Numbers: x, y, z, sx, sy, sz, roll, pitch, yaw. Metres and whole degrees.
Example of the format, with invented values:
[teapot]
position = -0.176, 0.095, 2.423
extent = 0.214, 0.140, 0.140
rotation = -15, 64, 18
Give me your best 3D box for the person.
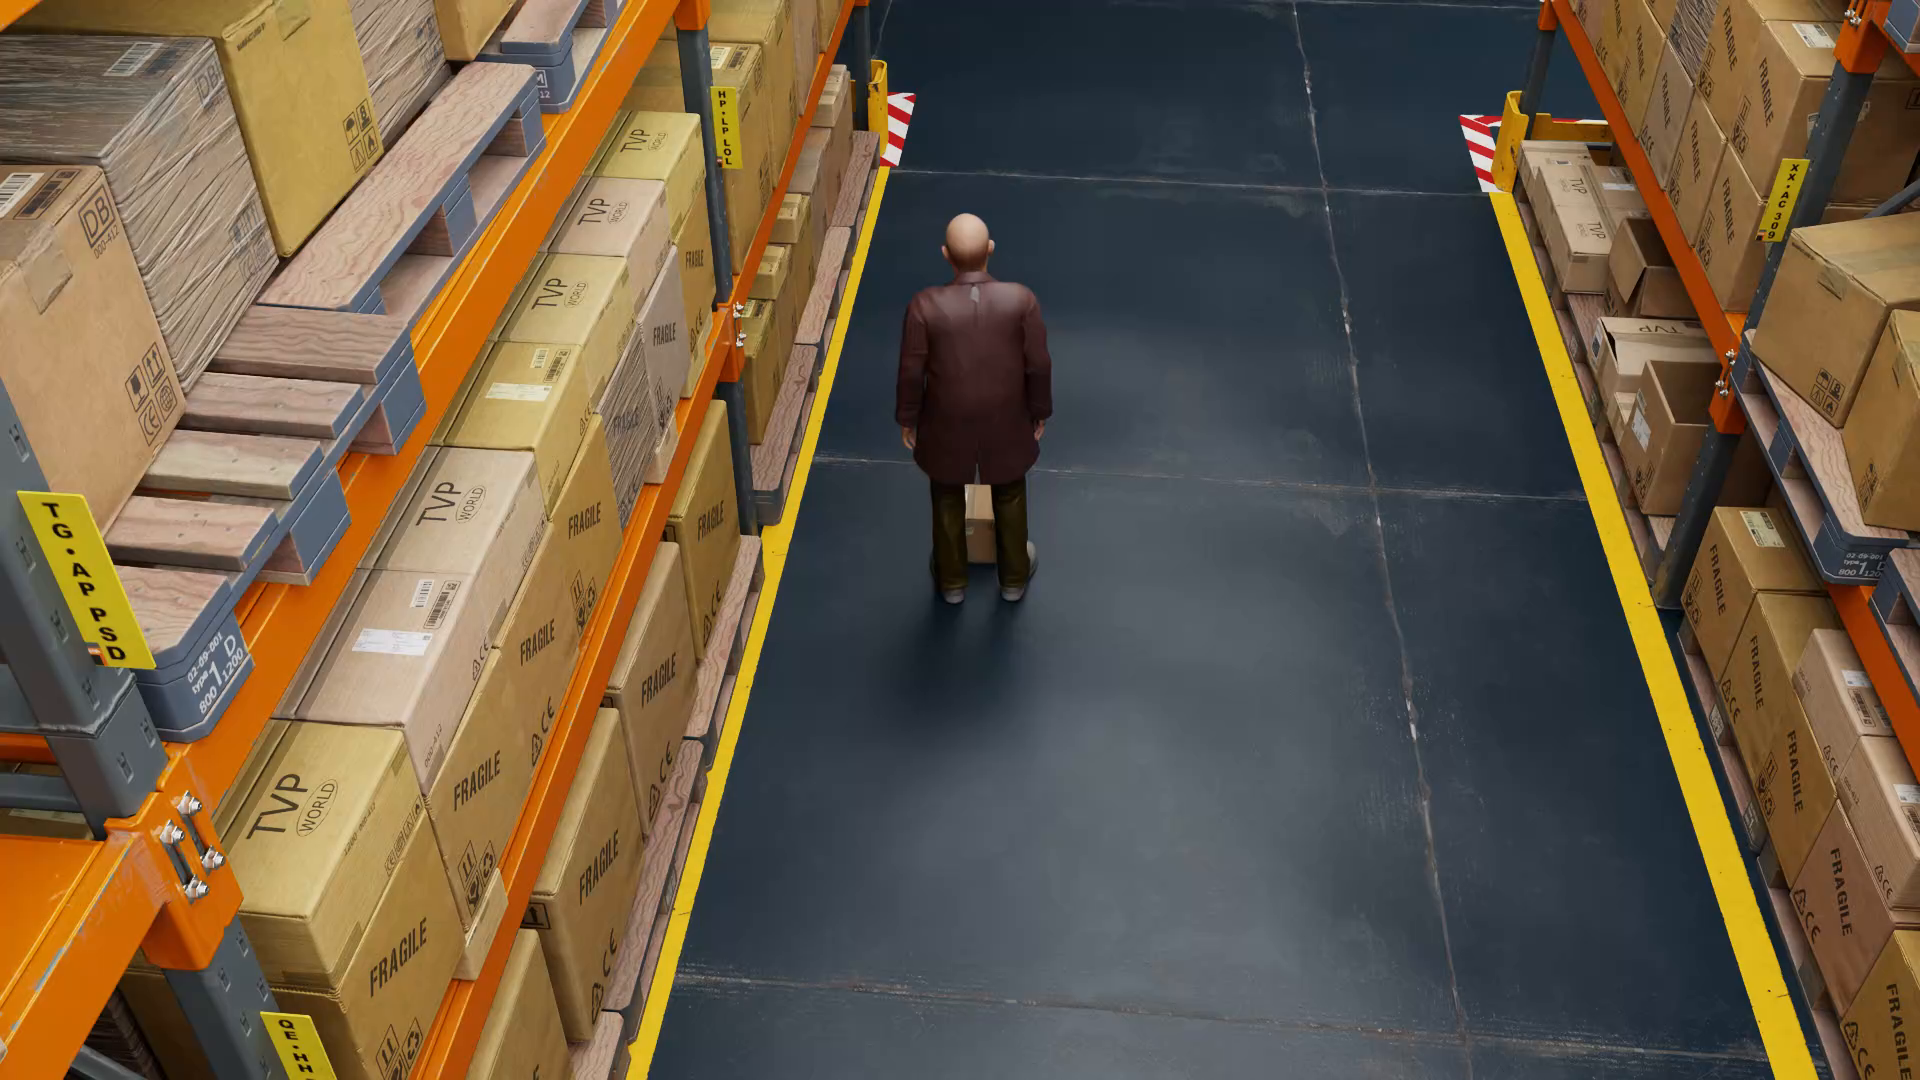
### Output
[person]
position = 0.055, -0.501, 6.776
extent = 0.645, 1.772, 0.429
rotation = -2, 40, -3
